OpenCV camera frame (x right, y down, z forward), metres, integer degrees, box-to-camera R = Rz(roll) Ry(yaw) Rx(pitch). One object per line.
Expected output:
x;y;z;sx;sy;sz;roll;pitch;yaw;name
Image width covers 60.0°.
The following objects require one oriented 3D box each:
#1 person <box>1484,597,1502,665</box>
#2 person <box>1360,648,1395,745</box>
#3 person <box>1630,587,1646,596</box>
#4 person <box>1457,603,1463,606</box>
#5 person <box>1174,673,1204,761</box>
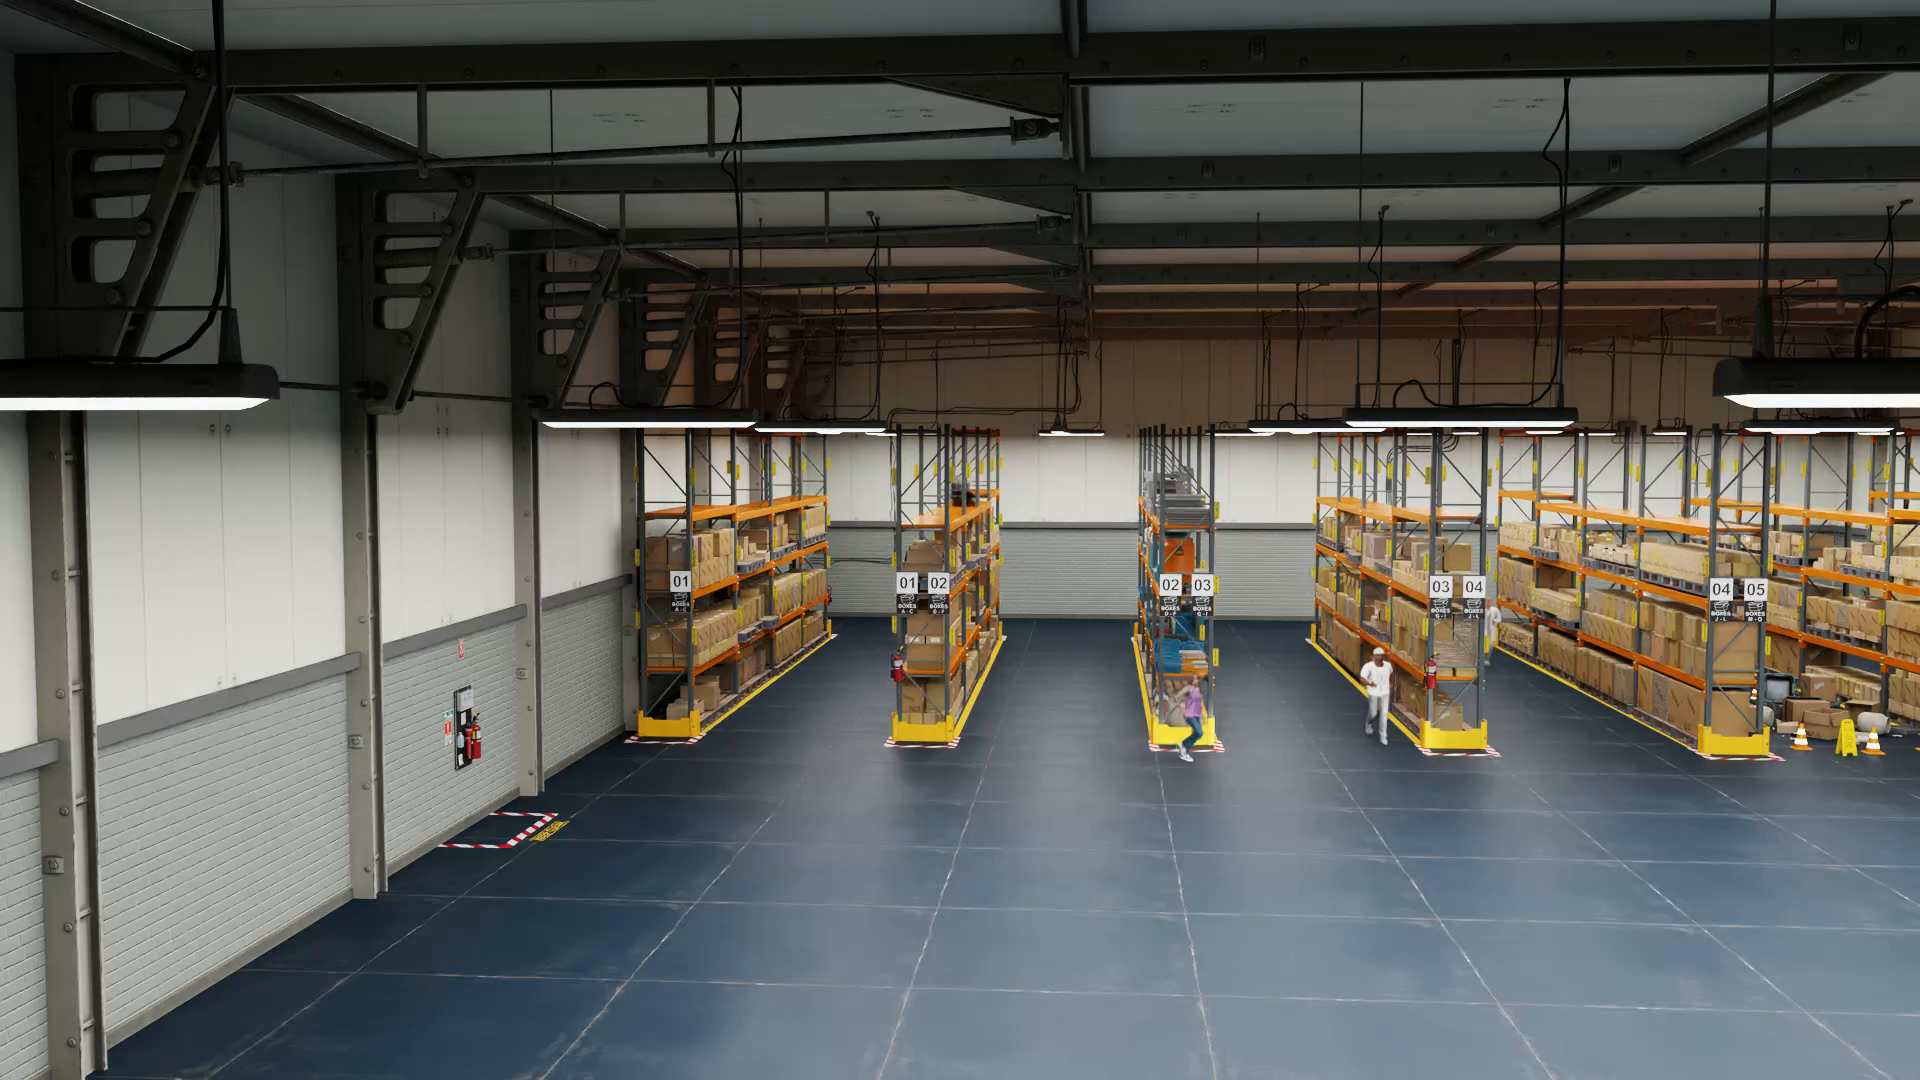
13.257;2.297;41.785;0.695;1.746;0.687;0;3;5;person
7.897;2.913;31.444;0.702;1.771;0.985;0;3;-2;person
19.224;2.021;47.306;0.871;1.677;0.600;0;4;8;person
13.483;2.158;44.809;0.615;1.657;0.705;1;4;9;person
4.138;3.154;29.547;0.512;1.554;0.535;3;4;36;person
